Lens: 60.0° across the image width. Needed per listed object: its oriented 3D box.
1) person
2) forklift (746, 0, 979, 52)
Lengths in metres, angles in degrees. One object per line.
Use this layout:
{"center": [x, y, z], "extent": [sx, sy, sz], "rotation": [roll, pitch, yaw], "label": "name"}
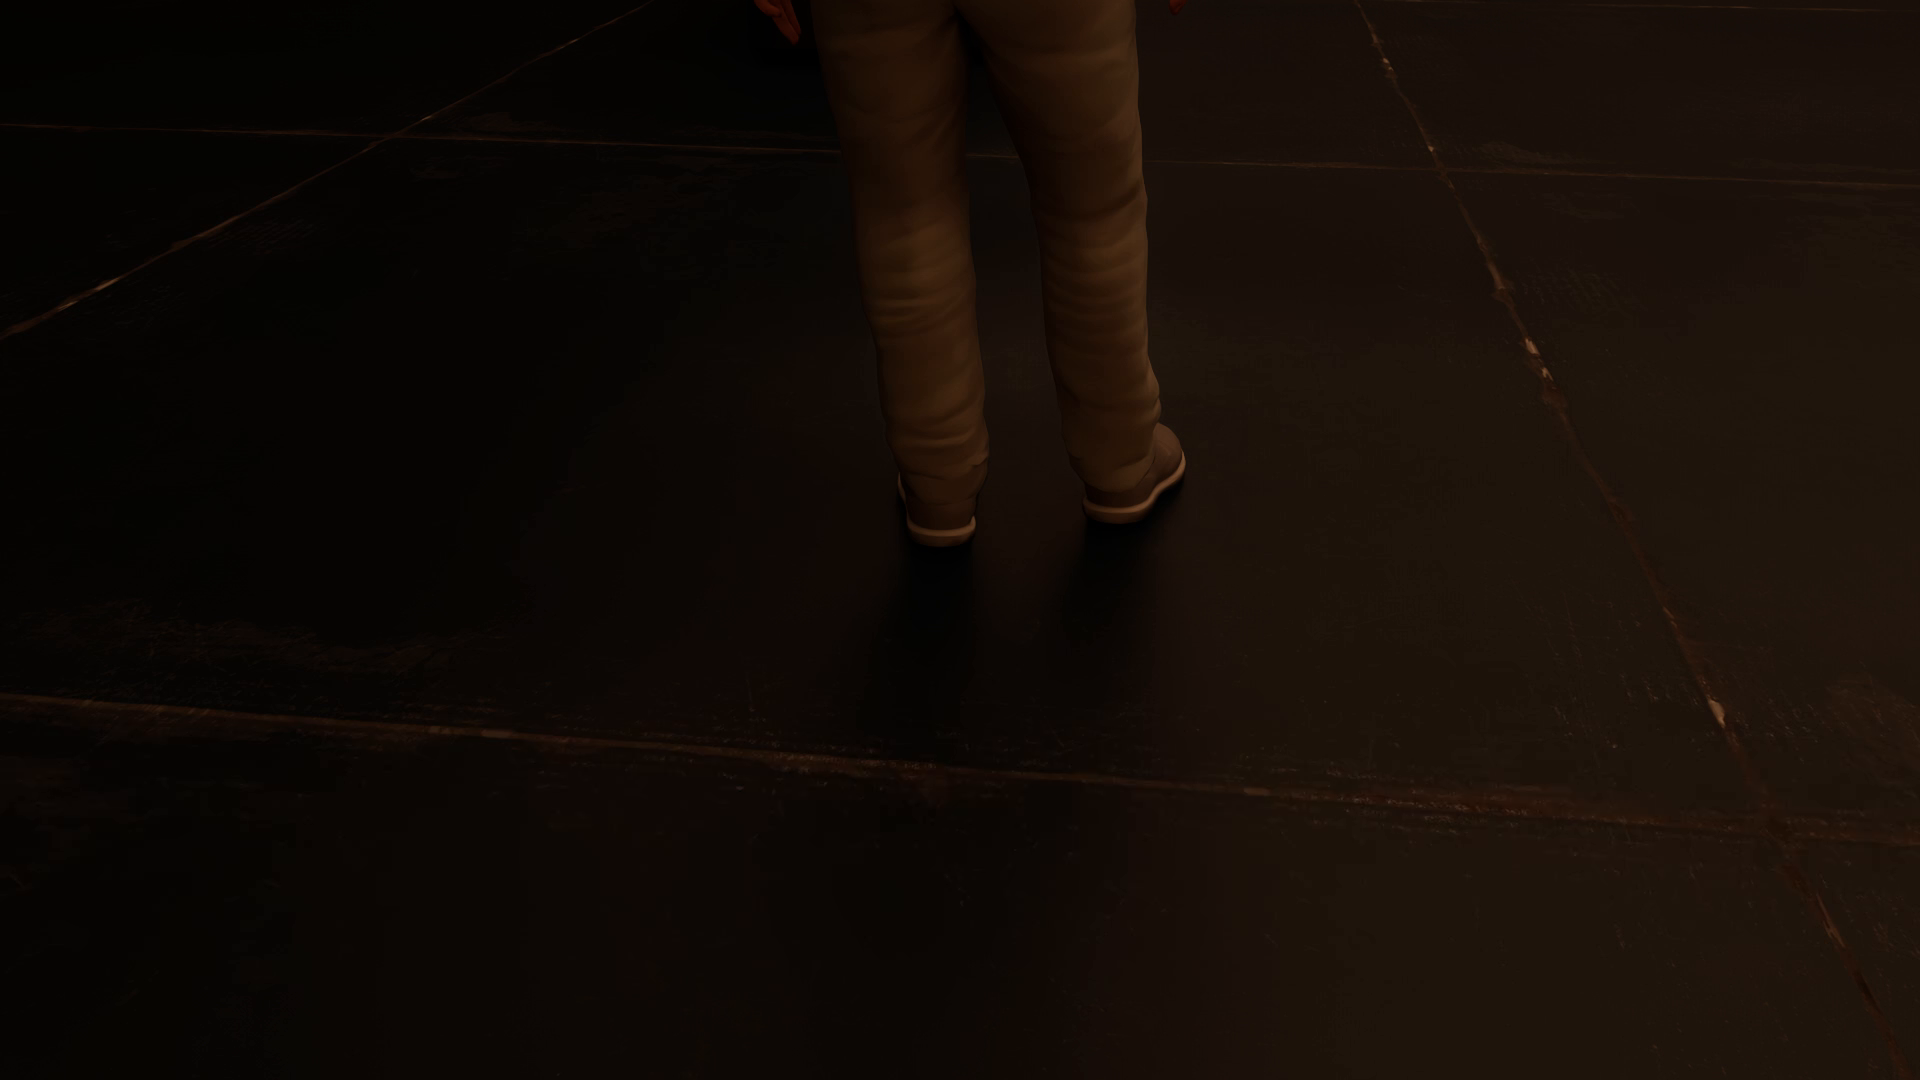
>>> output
{"center": [0.023, -0.837, 2.166], "extent": [0.640, 1.781, 0.575], "rotation": [3, 27, 7], "label": "person"}
{"center": [-0.294, -3.620, 6.473], "extent": [1.130, 2.935, 3.031], "rotation": [-2, 27, -4], "label": "forklift"}
